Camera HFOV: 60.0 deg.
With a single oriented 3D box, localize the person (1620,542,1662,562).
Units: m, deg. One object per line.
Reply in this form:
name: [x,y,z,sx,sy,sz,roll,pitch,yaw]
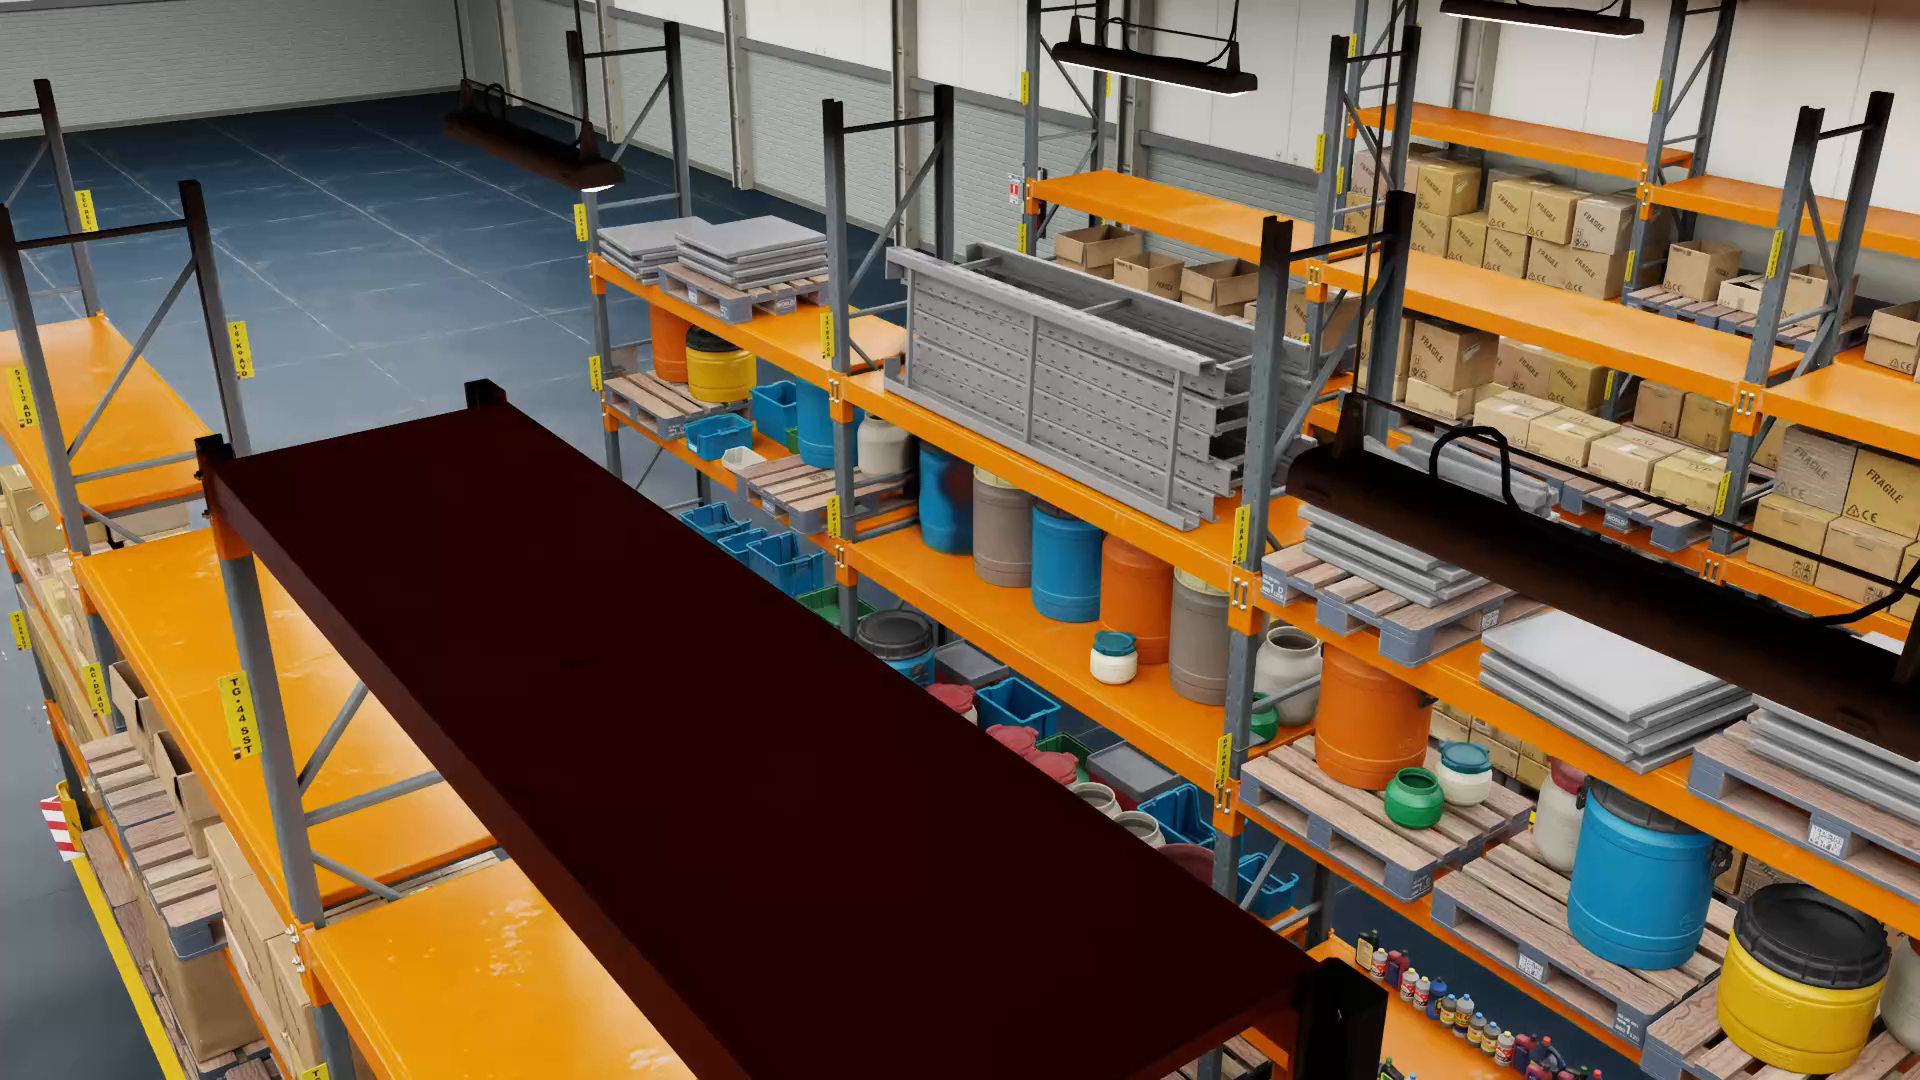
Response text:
person: [6.863,0.167,16.728,0.617,1.580,0.604,2,25,5]
